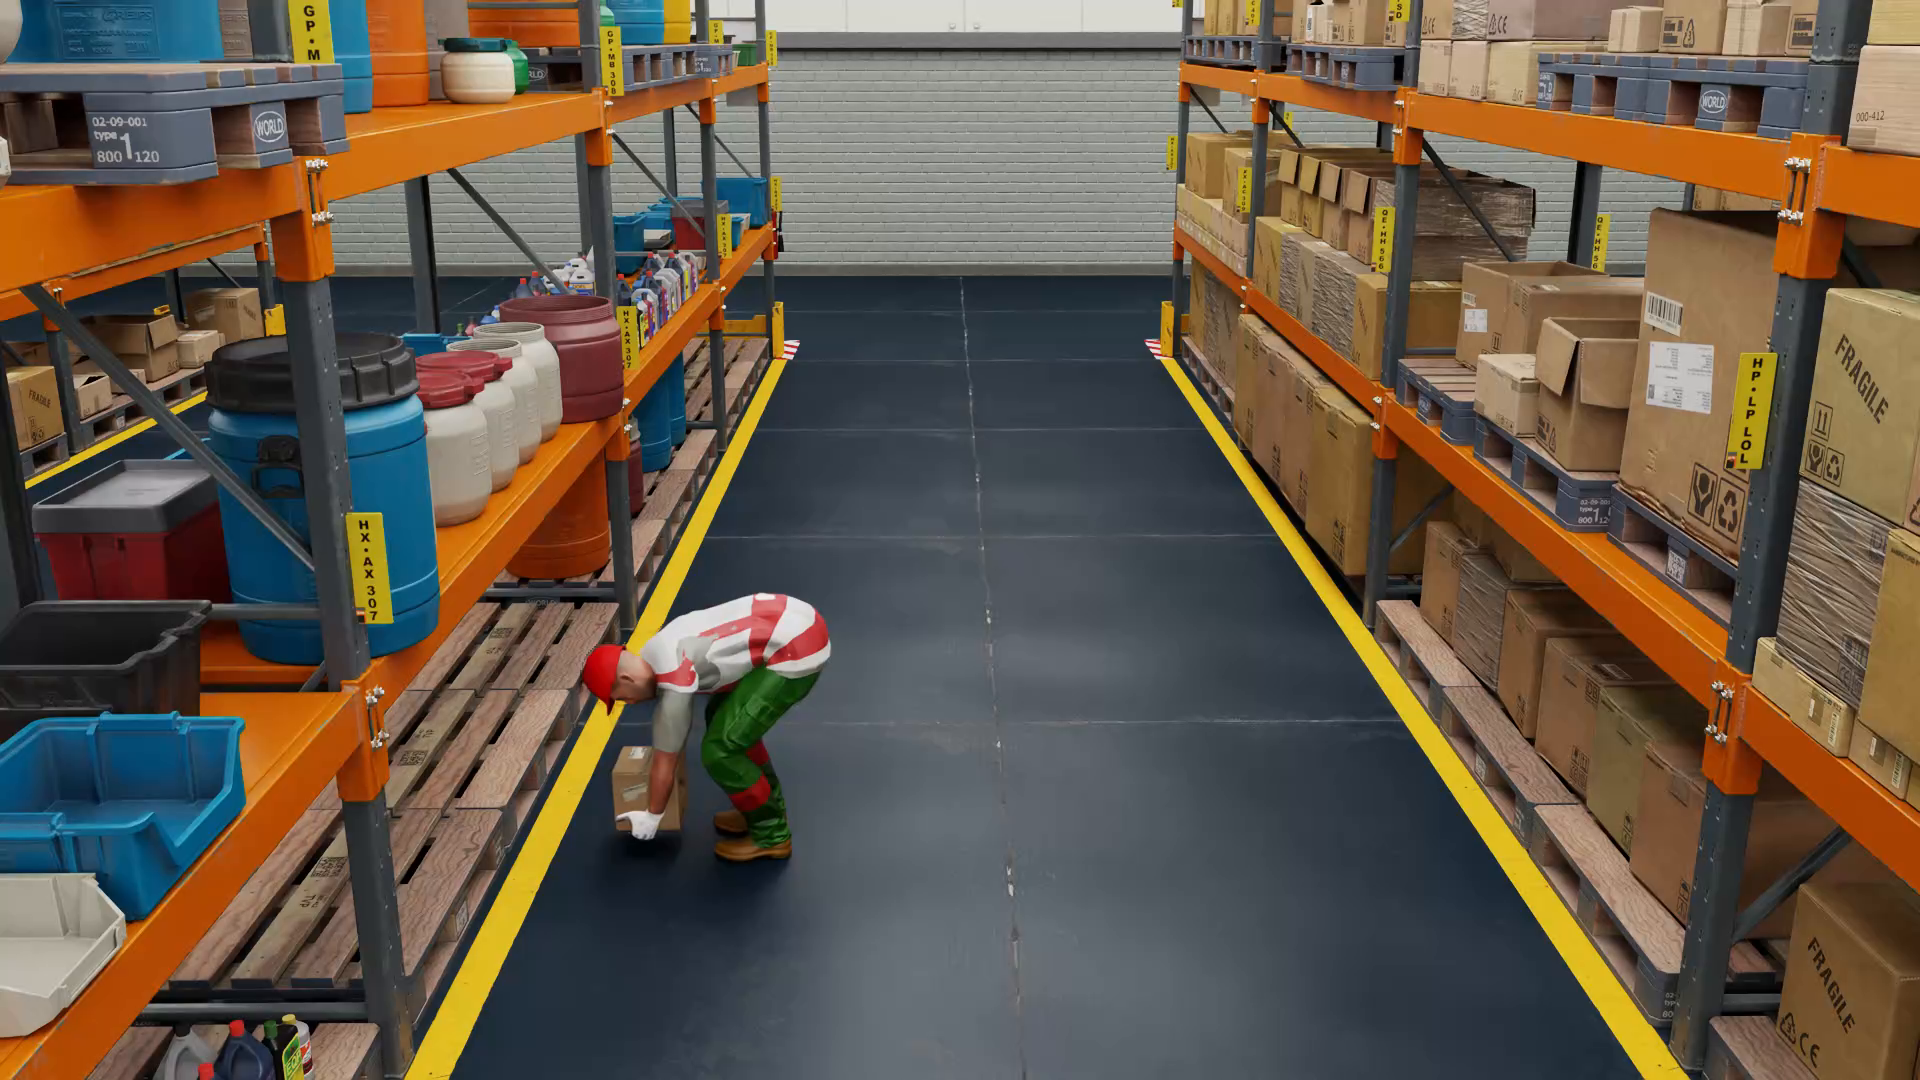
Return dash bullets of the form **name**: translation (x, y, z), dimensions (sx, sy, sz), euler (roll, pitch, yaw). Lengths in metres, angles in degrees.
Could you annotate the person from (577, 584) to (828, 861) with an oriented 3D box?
- **person**: translation (-0.986, 0.699, 6.467), dimensions (0.960, 1.049, 0.515), euler (-1, 17, -3)
